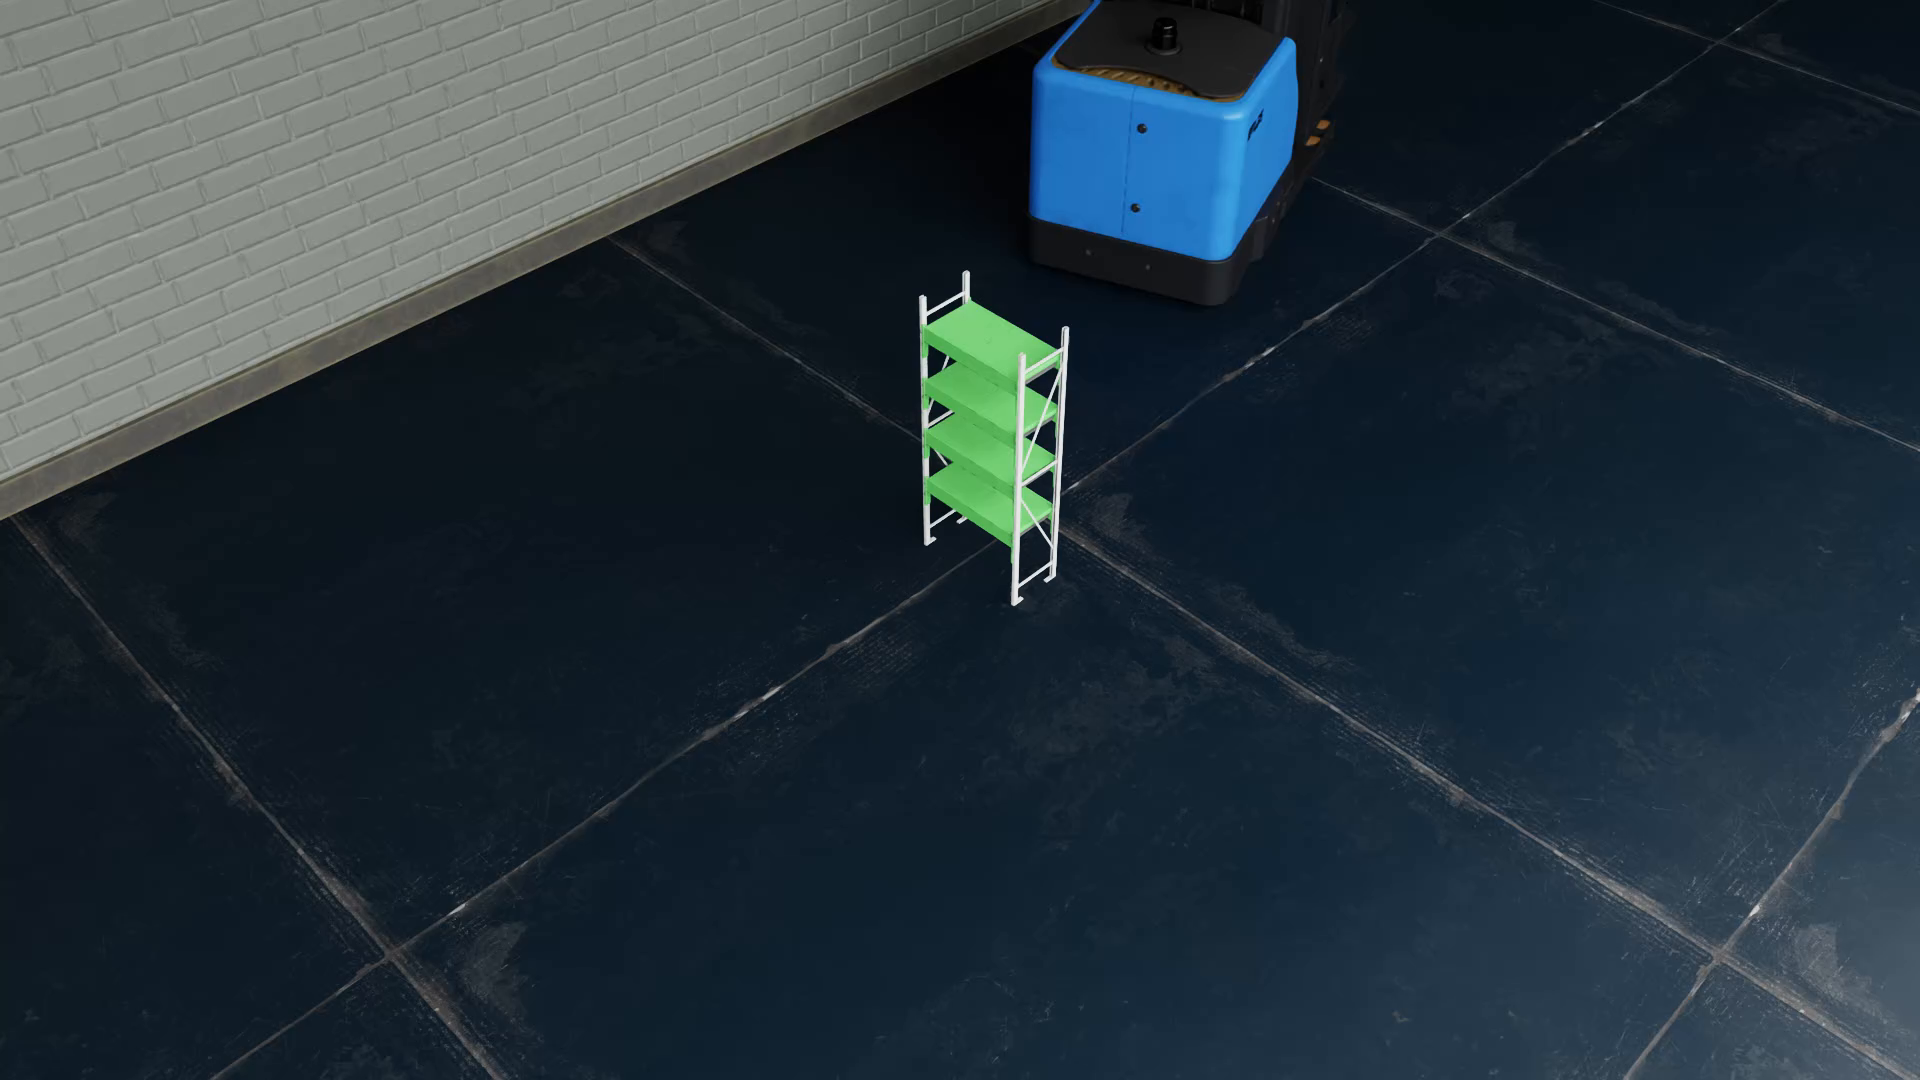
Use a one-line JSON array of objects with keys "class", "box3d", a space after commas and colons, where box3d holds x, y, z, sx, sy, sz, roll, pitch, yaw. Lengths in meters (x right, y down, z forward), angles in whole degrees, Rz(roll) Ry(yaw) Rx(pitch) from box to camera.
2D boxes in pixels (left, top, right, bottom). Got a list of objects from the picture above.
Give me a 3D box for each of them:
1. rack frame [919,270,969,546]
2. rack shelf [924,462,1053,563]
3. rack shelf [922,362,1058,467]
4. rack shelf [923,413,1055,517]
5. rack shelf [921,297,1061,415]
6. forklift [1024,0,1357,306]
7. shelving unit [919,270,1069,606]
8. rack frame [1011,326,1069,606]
[{"class": "rack frame", "box3d": [-0.055, -0.478, 6.384, 0.240, 1.200, 0.015, -34, 53, -31]}, {"class": "rack shelf", "box3d": [0.117, -0.138, 6.463, 0.258, 0.148, 0.480, -34, 53, -31]}, {"class": "rack shelf", "box3d": [0.117, -0.490, 6.137, 0.258, 0.148, 0.480, -34, 53, -31]}, {"class": "rack shelf", "box3d": [0.117, -0.314, 6.300, 0.258, 0.148, 0.480, -34, 53, -31]}, {"class": "rack shelf", "box3d": [0.117, -0.667, 5.974, 0.258, 0.148, 0.480, -34, 53, -31]}, {"class": "forklift", "box3d": [1.390, -3.186, 8.038, 1.130, 2.935, 3.031, 17, 46, 18]}, {"class": "shelving unit", "box3d": [0.117, -0.361, 6.257, 0.258, 1.200, 0.503, -34, 53, -31]}, {"class": "rack frame", "box3d": [0.289, -0.244, 6.130, 0.240, 1.200, 0.015, -34, 53, -31]}]
